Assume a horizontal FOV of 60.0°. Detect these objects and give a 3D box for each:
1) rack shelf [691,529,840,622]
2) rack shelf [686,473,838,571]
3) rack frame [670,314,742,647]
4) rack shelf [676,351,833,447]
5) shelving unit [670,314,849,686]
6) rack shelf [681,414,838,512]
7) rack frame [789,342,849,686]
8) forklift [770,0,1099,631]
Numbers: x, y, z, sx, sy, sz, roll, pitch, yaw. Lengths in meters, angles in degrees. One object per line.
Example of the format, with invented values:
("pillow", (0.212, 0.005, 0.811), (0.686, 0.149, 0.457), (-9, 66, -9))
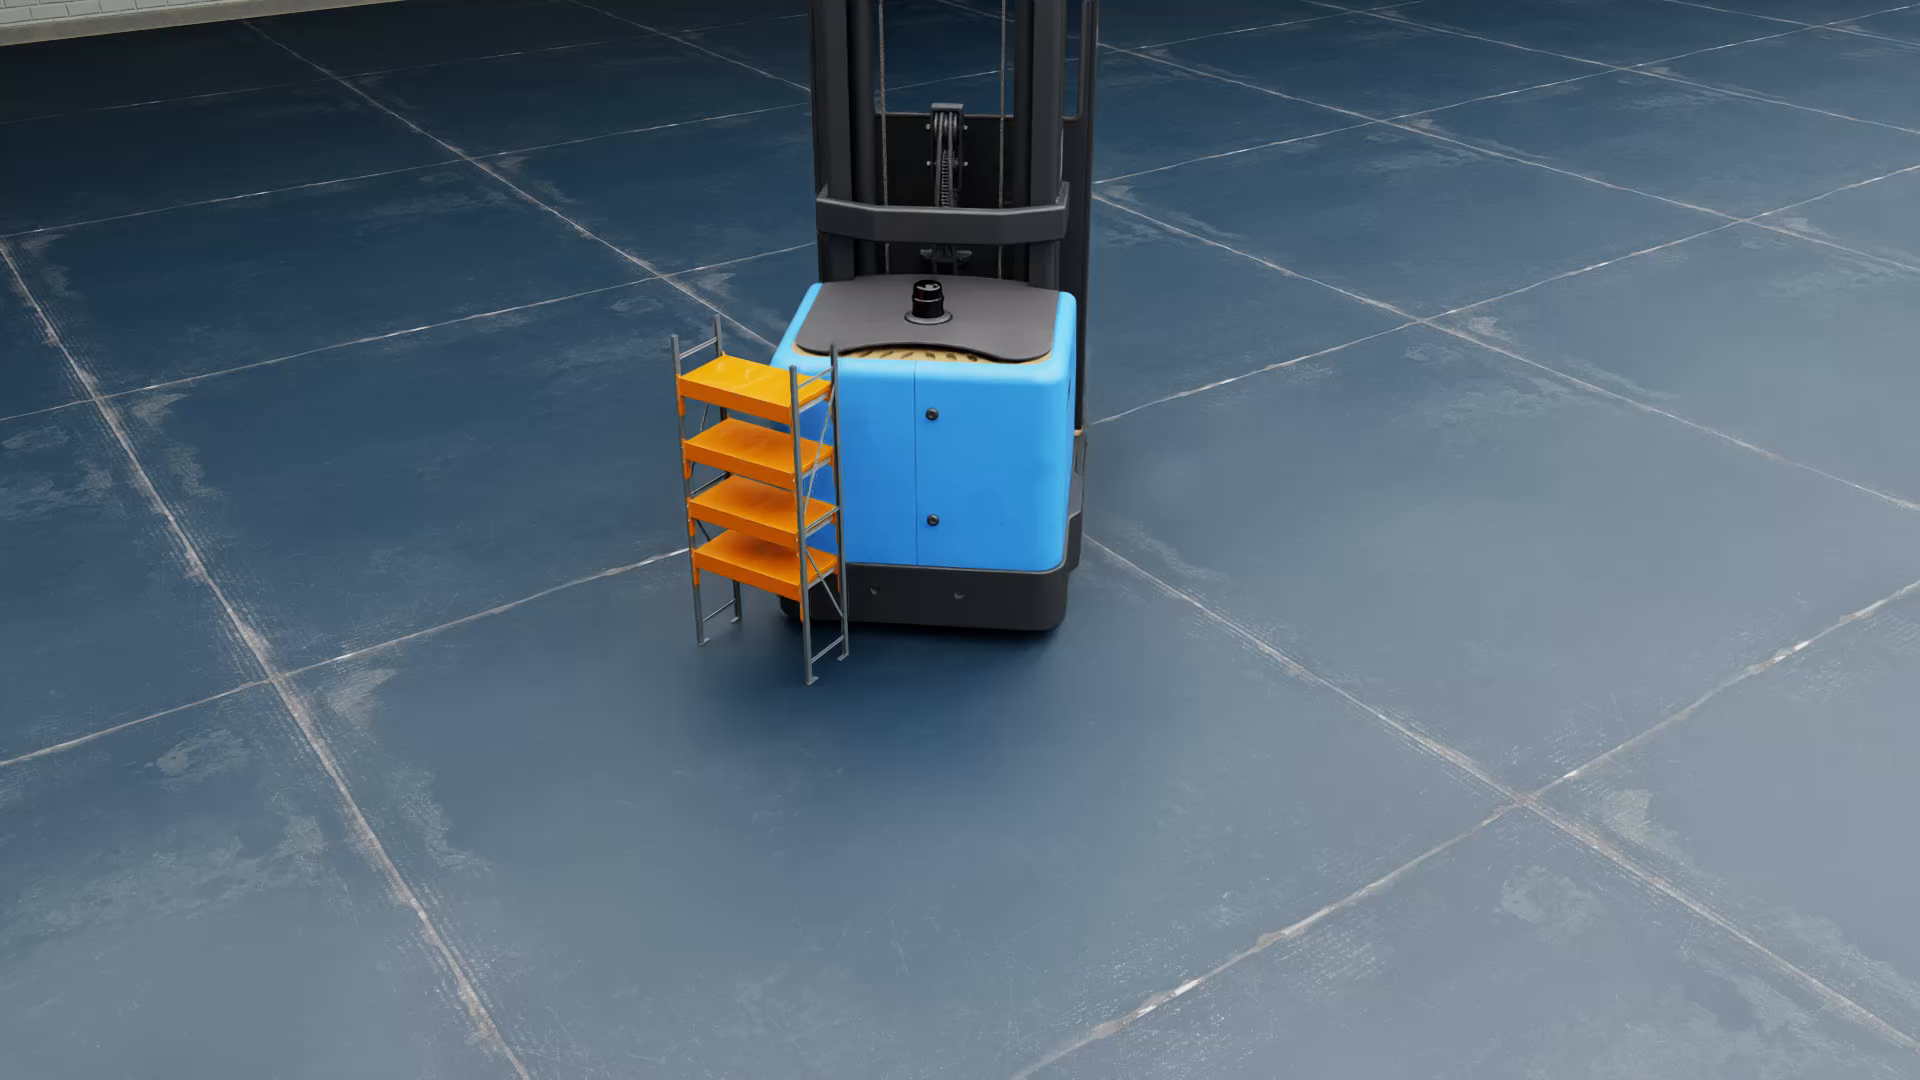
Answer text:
("rack shelf", (-0.677, 0.104, 5.858), (0.480, 0.148, 0.258), (17, 33, 28))
("rack shelf", (-0.677, -0.070, 5.763), (0.480, 0.148, 0.258), (17, 33, 28))
("rack frame", (-0.884, -0.191, 5.844), (0.015, 1.200, 0.240), (17, 33, 28))
("rack shelf", (-0.677, -0.475, 5.543), (0.480, 0.148, 0.258), (17, 33, 28))
("shelving unit", (-0.677, -0.129, 5.731), (0.503, 1.200, 0.258), (17, 33, 28))
("rack shelf", (-0.677, -0.267, 5.656), (0.480, 0.148, 0.258), (17, 33, 28))
("rack frame", (-0.470, -0.068, 5.617), (0.015, 1.200, 0.240), (17, 33, 28))
("forklift", (-0.001, -1.636, 6.690), (1.130, 2.935, 3.031), (3, 29, 5))
